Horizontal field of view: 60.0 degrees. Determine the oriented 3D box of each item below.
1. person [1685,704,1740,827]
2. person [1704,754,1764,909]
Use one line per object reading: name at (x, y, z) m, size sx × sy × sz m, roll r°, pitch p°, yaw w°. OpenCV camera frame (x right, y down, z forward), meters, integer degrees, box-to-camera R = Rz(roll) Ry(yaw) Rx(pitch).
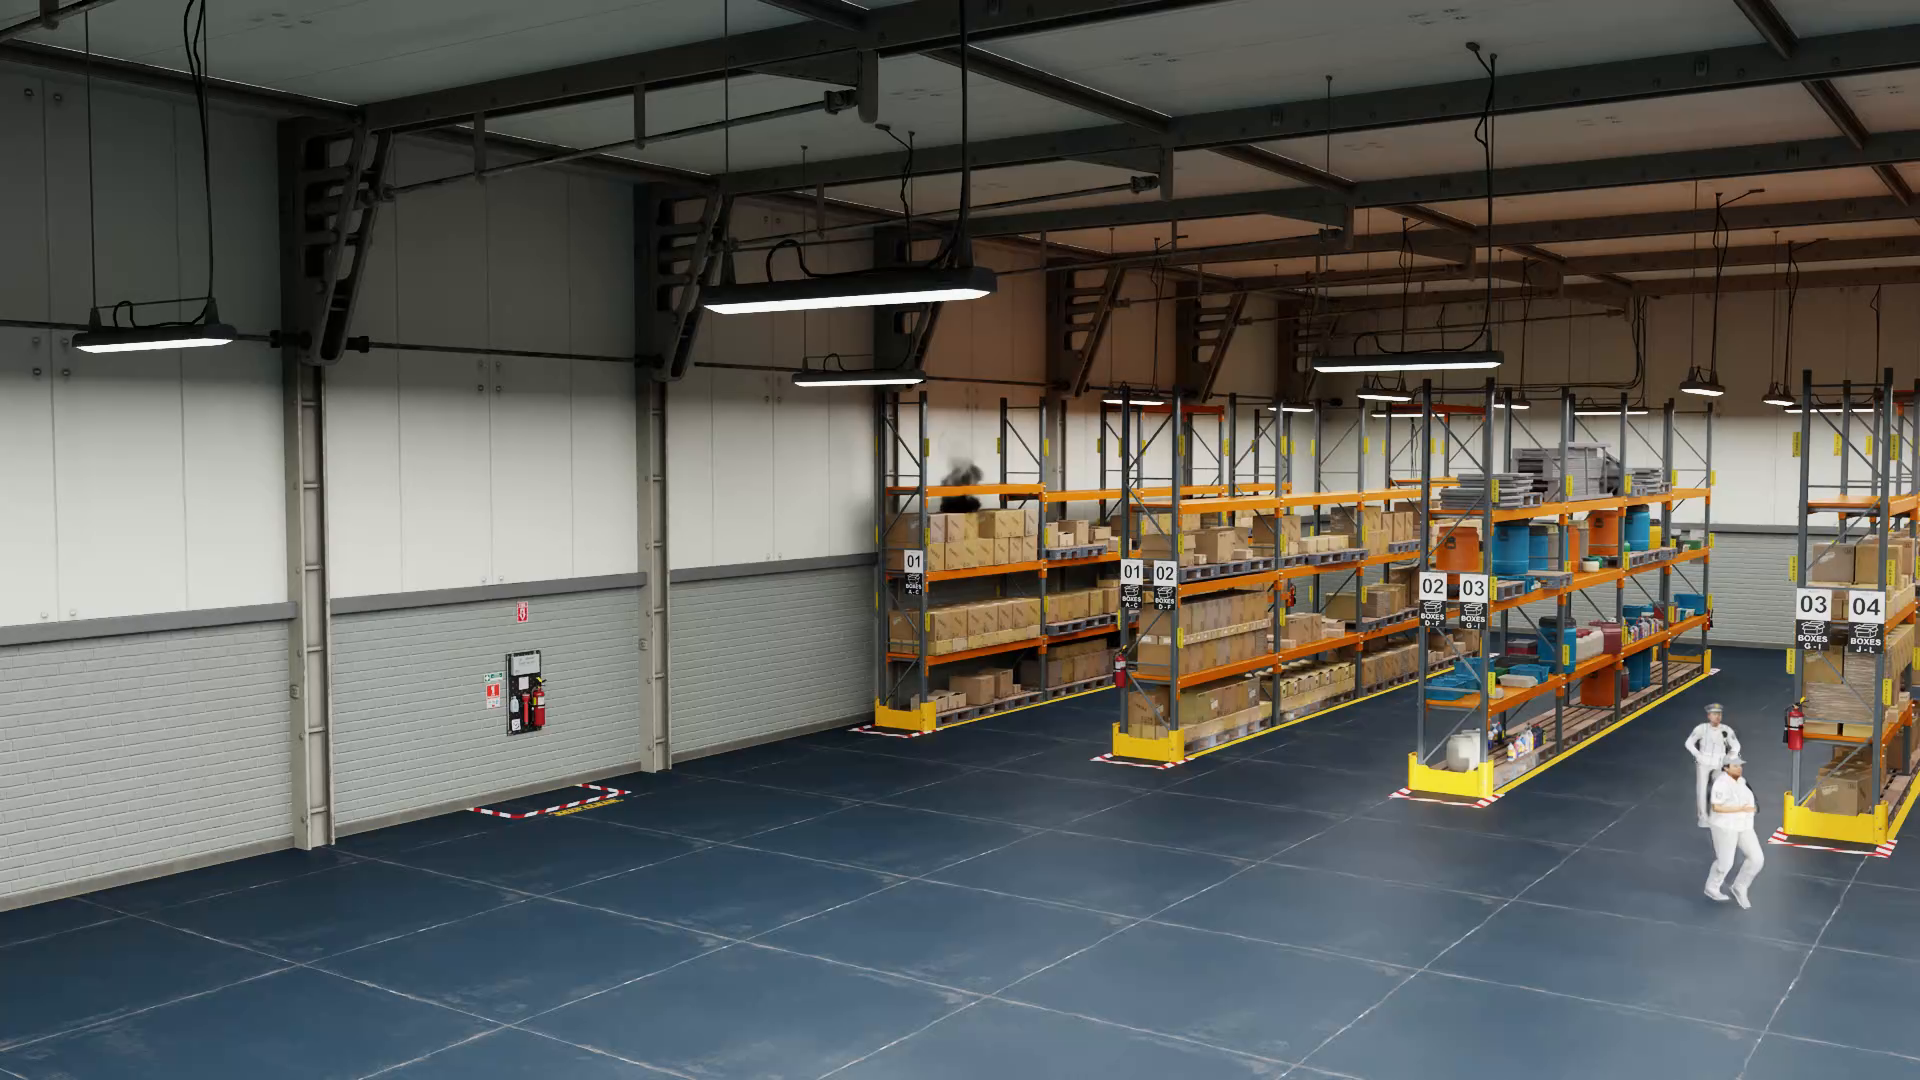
person at (9.903, 2.977, 21.893) m, size 0.668 × 1.657 × 0.500 m, roll 1°, pitch 3°, yaw 23°
person at (8.441, 3.178, 18.110) m, size 0.583 × 1.700 × 0.660 m, roll -1°, pitch 3°, yaw -22°
